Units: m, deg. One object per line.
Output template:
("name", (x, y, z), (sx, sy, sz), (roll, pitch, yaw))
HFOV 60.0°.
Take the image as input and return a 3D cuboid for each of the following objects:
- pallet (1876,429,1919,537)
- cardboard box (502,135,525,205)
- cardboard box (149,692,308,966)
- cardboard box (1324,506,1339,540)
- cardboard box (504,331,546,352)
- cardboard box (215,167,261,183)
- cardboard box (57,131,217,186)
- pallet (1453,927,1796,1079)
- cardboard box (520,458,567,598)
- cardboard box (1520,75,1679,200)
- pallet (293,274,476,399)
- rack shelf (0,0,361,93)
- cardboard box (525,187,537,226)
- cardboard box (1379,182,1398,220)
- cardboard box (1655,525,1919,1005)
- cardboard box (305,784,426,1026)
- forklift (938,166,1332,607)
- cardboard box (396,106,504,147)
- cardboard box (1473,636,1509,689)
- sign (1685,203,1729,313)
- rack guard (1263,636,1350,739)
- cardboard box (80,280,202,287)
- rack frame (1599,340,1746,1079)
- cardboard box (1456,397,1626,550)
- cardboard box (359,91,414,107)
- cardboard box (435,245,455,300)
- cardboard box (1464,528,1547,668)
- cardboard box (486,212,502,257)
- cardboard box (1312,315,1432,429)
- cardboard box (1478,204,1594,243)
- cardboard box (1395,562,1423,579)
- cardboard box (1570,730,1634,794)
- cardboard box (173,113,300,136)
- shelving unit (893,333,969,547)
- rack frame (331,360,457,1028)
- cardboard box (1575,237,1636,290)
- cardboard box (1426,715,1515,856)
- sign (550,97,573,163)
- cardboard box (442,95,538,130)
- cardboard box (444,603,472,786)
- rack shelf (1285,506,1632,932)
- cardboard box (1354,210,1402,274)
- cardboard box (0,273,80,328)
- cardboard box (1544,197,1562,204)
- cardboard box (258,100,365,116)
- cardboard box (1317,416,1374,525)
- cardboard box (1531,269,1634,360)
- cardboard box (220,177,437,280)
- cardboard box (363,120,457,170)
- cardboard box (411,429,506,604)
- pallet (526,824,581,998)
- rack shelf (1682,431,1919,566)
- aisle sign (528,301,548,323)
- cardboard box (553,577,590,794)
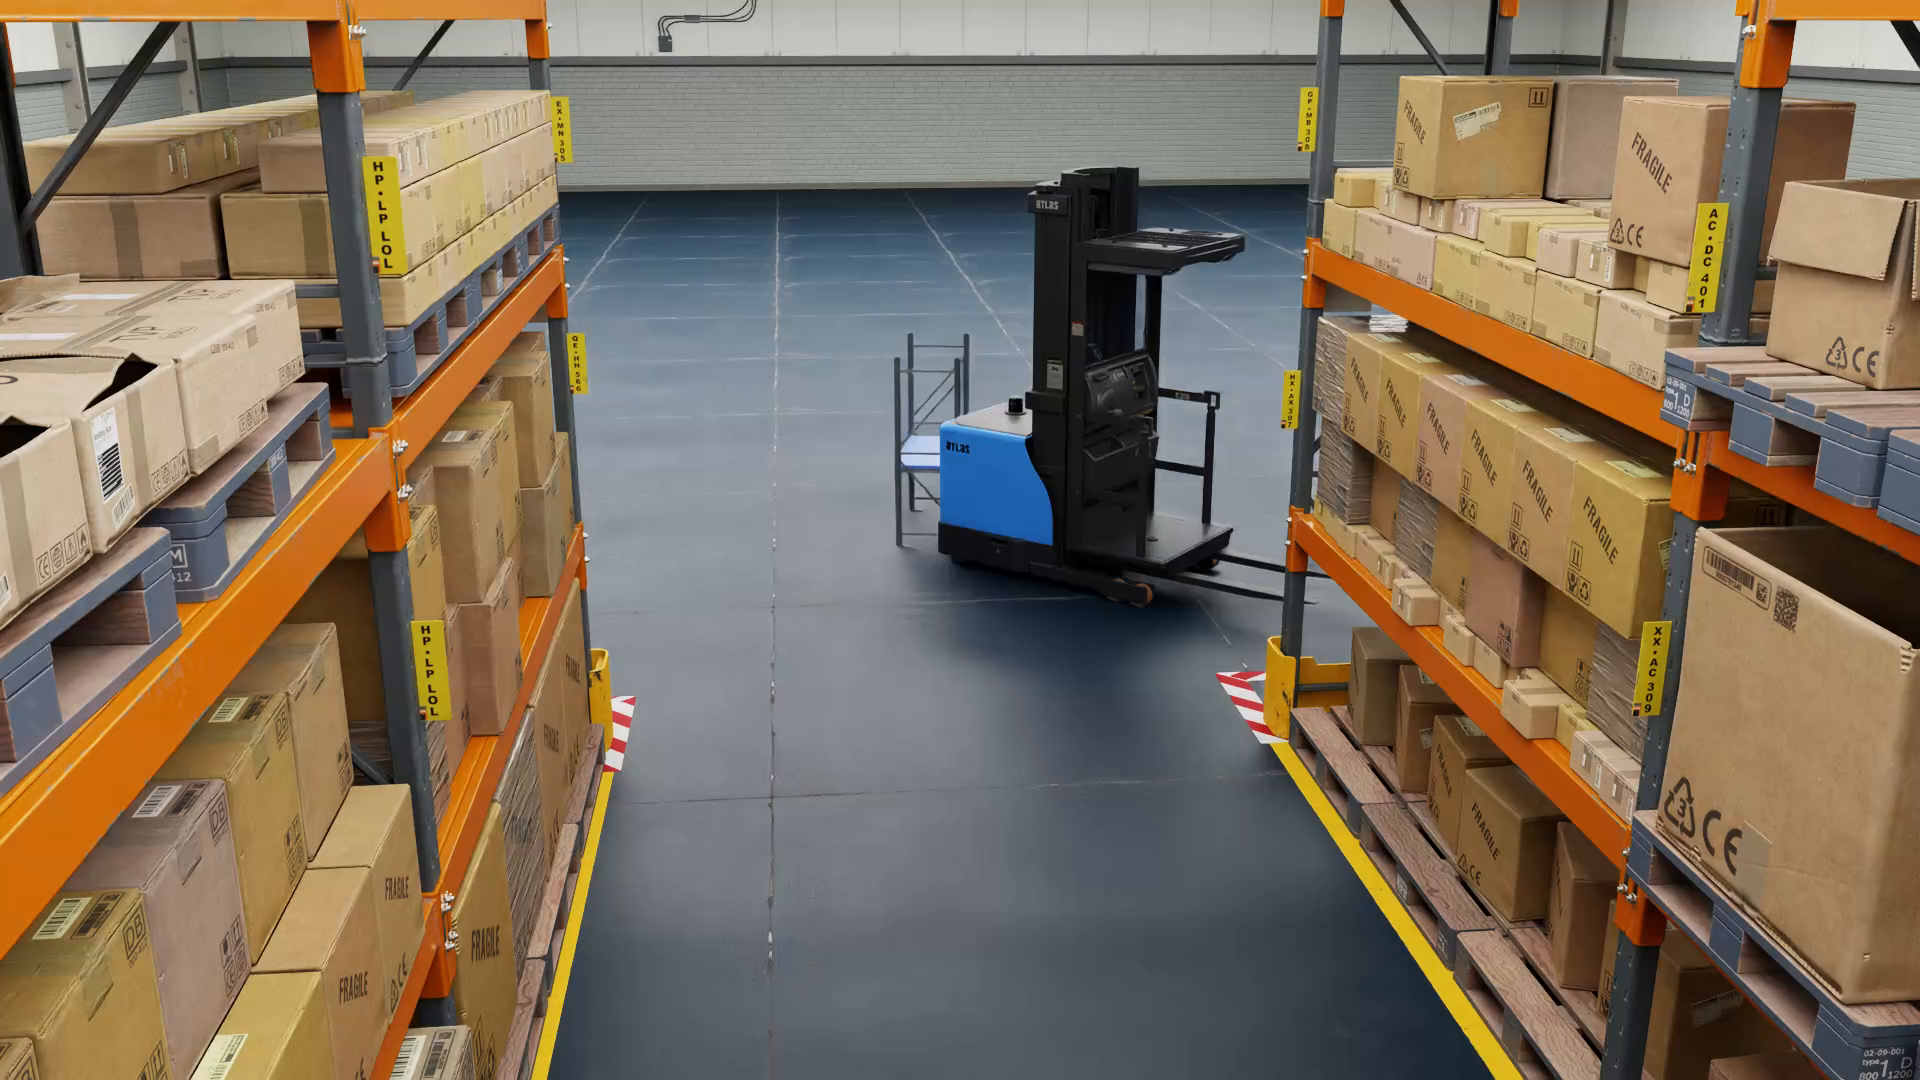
("pallet", (2.853, -0.033, 3.580), (1.213, 0.211, 1.003), (-2, 18, -6))
("cardboard box", (-2.142, -1.570, 7.047), (0.500, 0.250, 0.500), (-2, 18, -6))
("cardboard box", (-2.047, 0.712, 4.066), (0.700, 0.500, 0.500), (-2, 18, -7))
("cardboard box", (2.171, -0.092, 8.882), (0.380, 0.149, 0.250), (-2, 18, -6))
("cardboard box", (-2.572, -0.731, 8.445), (0.875, 0.550, 0.550), (-2, 18, -6))
("cardboard box", (-2.517, -1.103, 5.561), (0.500, 0.250, 0.500), (-2, 18, -6))
("cardboard box", (-2.540, -1.179, 5.136), (0.380, 0.149, 0.250), (-2, 18, -6))
("pallet", (2.680, 1.944, 6.633), (1.003, 0.211, 1.213), (-2, 18, -6))
("cardboard box", (-2.410, -0.055, 8.095), (0.875, 0.550, 0.550), (-2, 18, -6))
("cardboard box", (2.784, -1.784, 7.347), (0.500, 0.500, 0.500), (-2, 18, -6))
("pallet", (-2.233, -0.697, 5.530), (1.003, 0.211, 1.213), (-2, 18, -6))
("rack shelf", (-1.953, -0.797, 2.560), (1.077, 0.370, 4.000), (-2, 18, -6))
("cardboard box", (-2.122, -1.500, 7.490), (0.380, 0.149, 0.250), (-2, 18, -5))
("cardboard box", (2.207, -1.605, 7.858), (0.380, 0.149, 0.250), (-1, 17, -3))
("cardboard box", (2.727, 0.567, 4.660), (1.000, 1.000, 1.000), (-2, 18, -5))
("cardboard box", (-1.839, 1.035, 4.705), (0.500, 0.500, 0.500), (-2, 18, -6))
("forklift", (1.329, -1.107, 11.809), (3.031, 2.935, 1.130), (12, 21, 34))
("cardboard box", (-2.042, -1.652, 6.642), (0.380, 0.149, 0.250), (-2, 18, -5))
("cardboard box", (2.391, 0.504, 6.985), (0.380, 0.149, 0.250), (-2, 18, -6))
("sign", (2.246, -0.846, 4.994), (0.100, 0.325, 0.005), (-2, 18, -6))
("rack guard", (2.380, 0.836, 9.679), (1.175, 0.500, 0.348), (-2, 18, -6))
("cardboard box", (-2.515, -0.722, 5.014), (0.380, 0.149, 0.250), (-2, 18, -6))
("rack frame", (2.785, 0.813, 5.581), (1.000, 3.000, 0.127), (-2, 18, -6))
("cardboard box", (2.361, -0.278, 6.721), (0.500, 0.500, 0.500), (-2, 18, -6))
("cardboard box", (-2.854, -2.087, 8.028), (0.380, 0.149, 0.250), (-2, 17, -5))
("cardboard box", (-1.912, -0.894, 5.561), (0.380, 0.149, 0.250), (-2, 18, -6))
("cardboard box", (2.632, 0.191, 6.897), (0.875, 0.500, 0.500), (-2, 18, -6))
("cardboard box", (-2.016, -1.196, 6.522), (0.380, 0.149, 0.250), (-2, 17, -5))
("cardboard box", (2.158, -0.874, 8.619), (0.500, 0.500, 0.500), (-2, 18, -6))
("cardboard box", (2.383, -1.301, 6.889), (0.380, 0.149, 0.250), (-2, 18, -8))
("cardboard box", (2.300, 0.205, 7.935), (0.380, 0.149, 0.250), (-2, 18, -6))
("cardboard box", (2.454, 0.803, 6.032), (0.380, 0.149, 0.250), (-2, 18, -6))
("cardboard box", (-2.643, -1.479, 6.093), (0.380, 0.149, 0.250), (-2, 18, -6))
("shelving unit", (-0.212, -0.812, 13.259), (0.538, 1.500, 1.048), (1, 17, 4))
("rack frame", (-2.159, 0.936, 5.189), (1.000, 3.000, 0.127), (-2, 18, -6))
("cardboard box", (2.415, -0.980, 5.866), (0.380, 0.149, 0.250), (-3, 18, -8))
("cardboard box", (2.561, 1.164, 7.934), (0.500, 0.500, 0.500), (0, 17, 0))
("sign", (-2.031, -2.084, 8.455), (0.100, 0.325, 0.005), (-2, 18, -6))
("cardboard box", (-2.149, -1.955, 7.609), (0.380, 0.149, 0.250), (-1, 17, -5))
("cardboard box", (-2.288, 0.591, 6.035), (0.875, 0.550, 0.550), (-2, 18, -6))
("rack shelf", (2.578, 0.560, 7.587), (1.077, 0.370, 4.000), (-2, 18, -6))
("cardboard box", (2.224, -1.434, 7.979), (0.500, 0.250, 0.500), (-2, 18, -7))
("cardboard box", (-2.345, -0.492, 4.084), (0.258, 0.266, 0.396), (-2, 18, -7))
("cardboard box", (2.838, -1.468, 7.422), (0.380, 0.149, 0.250), (-3, 18, -8))
("cardboard box", (-2.750, -1.784, 7.063), (0.380, 0.149, 0.250), (-2, 18, -7))
("cardboard box", (2.402, -0.404, 8.793), (0.875, 0.500, 0.500), (-2, 18, -6))
("cardboard box", (2.435, -0.831, 6.058), (0.500, 0.250, 0.500), (-1, 17, -4))
("cardboard box", (-1.931, -0.968, 5.131), (0.500, 0.250, 0.500), (-2, 18, -5))
("cardboard box", (-1.938, -1.350, 5.682), (0.380, 0.149, 0.250), (-2, 18, -7))
("cardboard box", (-2.254, -0.087, 6.395), (0.875, 0.550, 0.550), (-2, 18, -6))
("pallet", (-2.289, 1.673, 7.496), (1.003, 0.211, 1.213), (-2, 18, -6))
("rack shelf", (2.991, 0.321, 3.341), (1.077, 0.370, 4.000), (-2, 18, -6))
("aisle sign", (-2.281, -1.527, 8.692), (0.394, 0.787, 0.004), (-2, 18, -6))
("cardboard box", (-2.436, 0.757, 8.603), (0.875, 0.875, 0.875), (-2, 18, -5))
